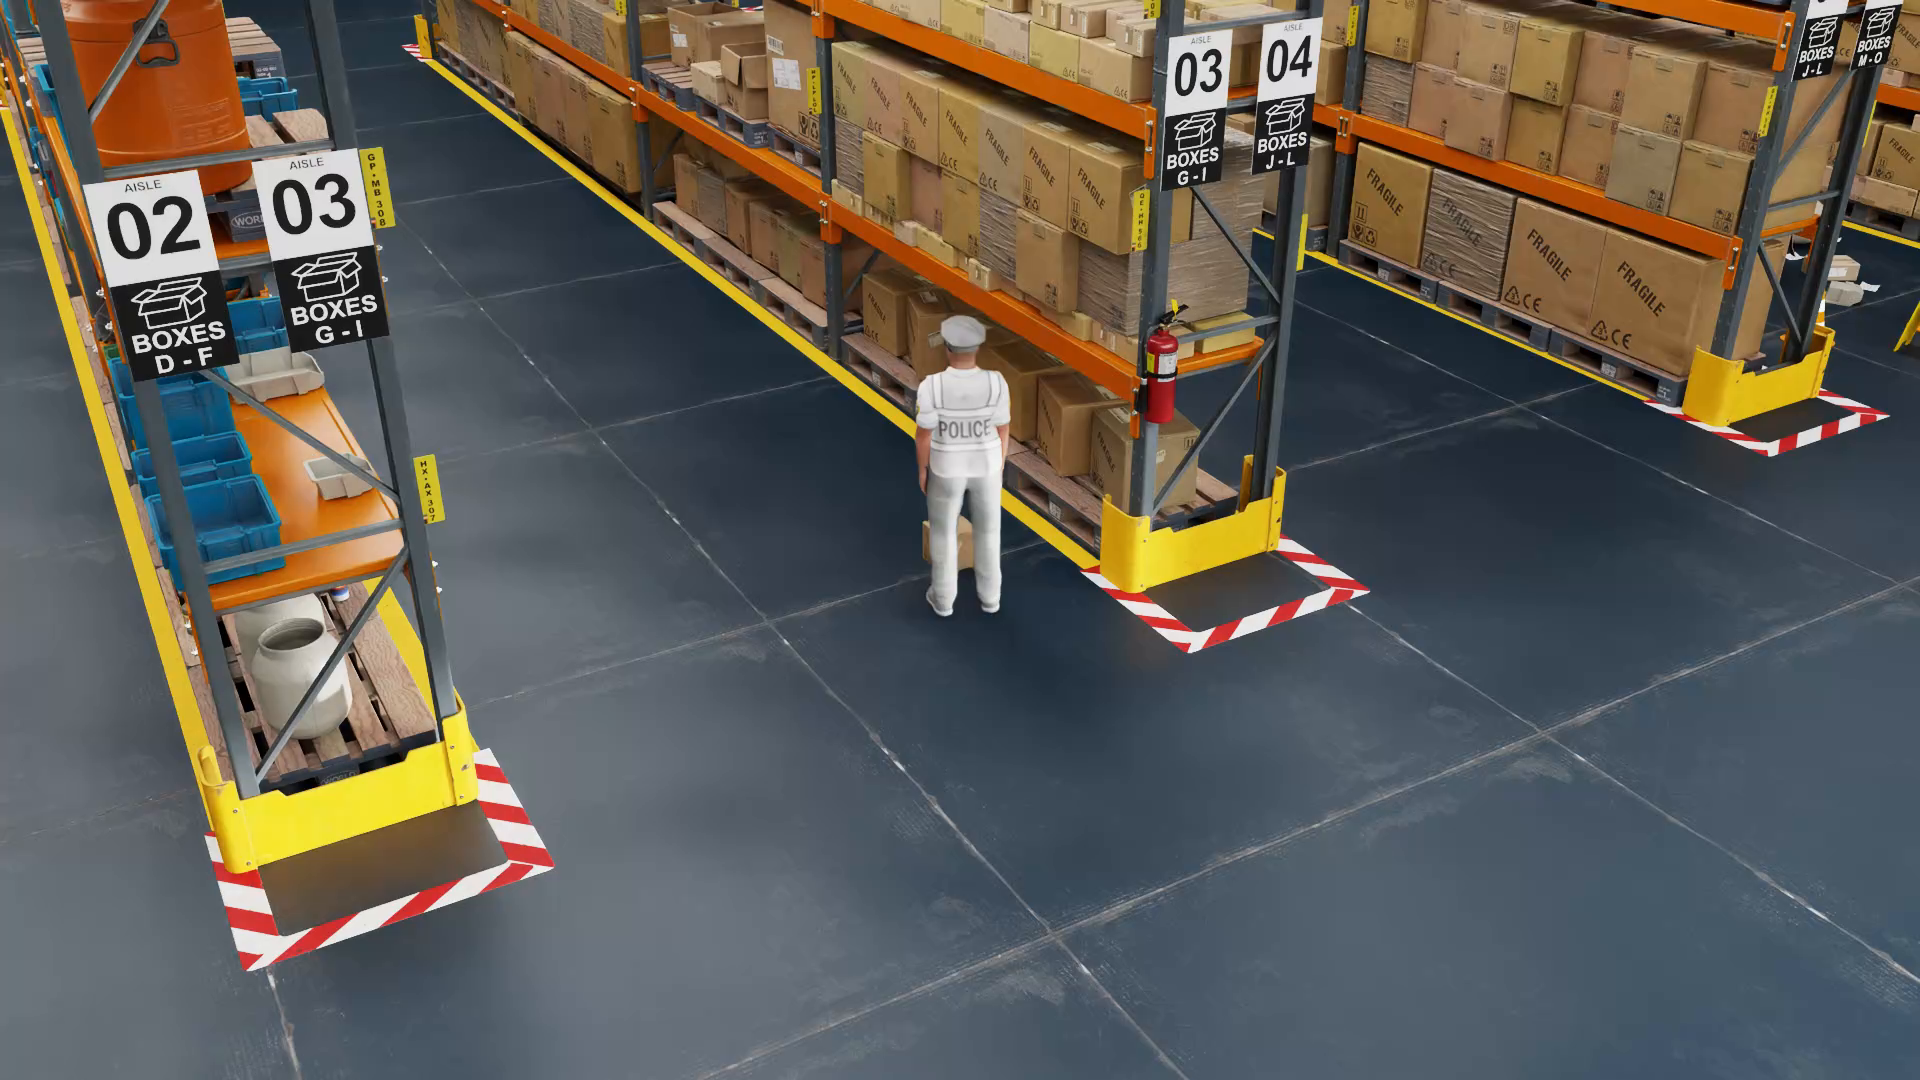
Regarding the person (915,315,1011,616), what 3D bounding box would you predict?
[{"bbox_3d":[0.006,-0.410,9.286,0.525,1.768,0.394,-4,29,-7],"label":"person"}]
